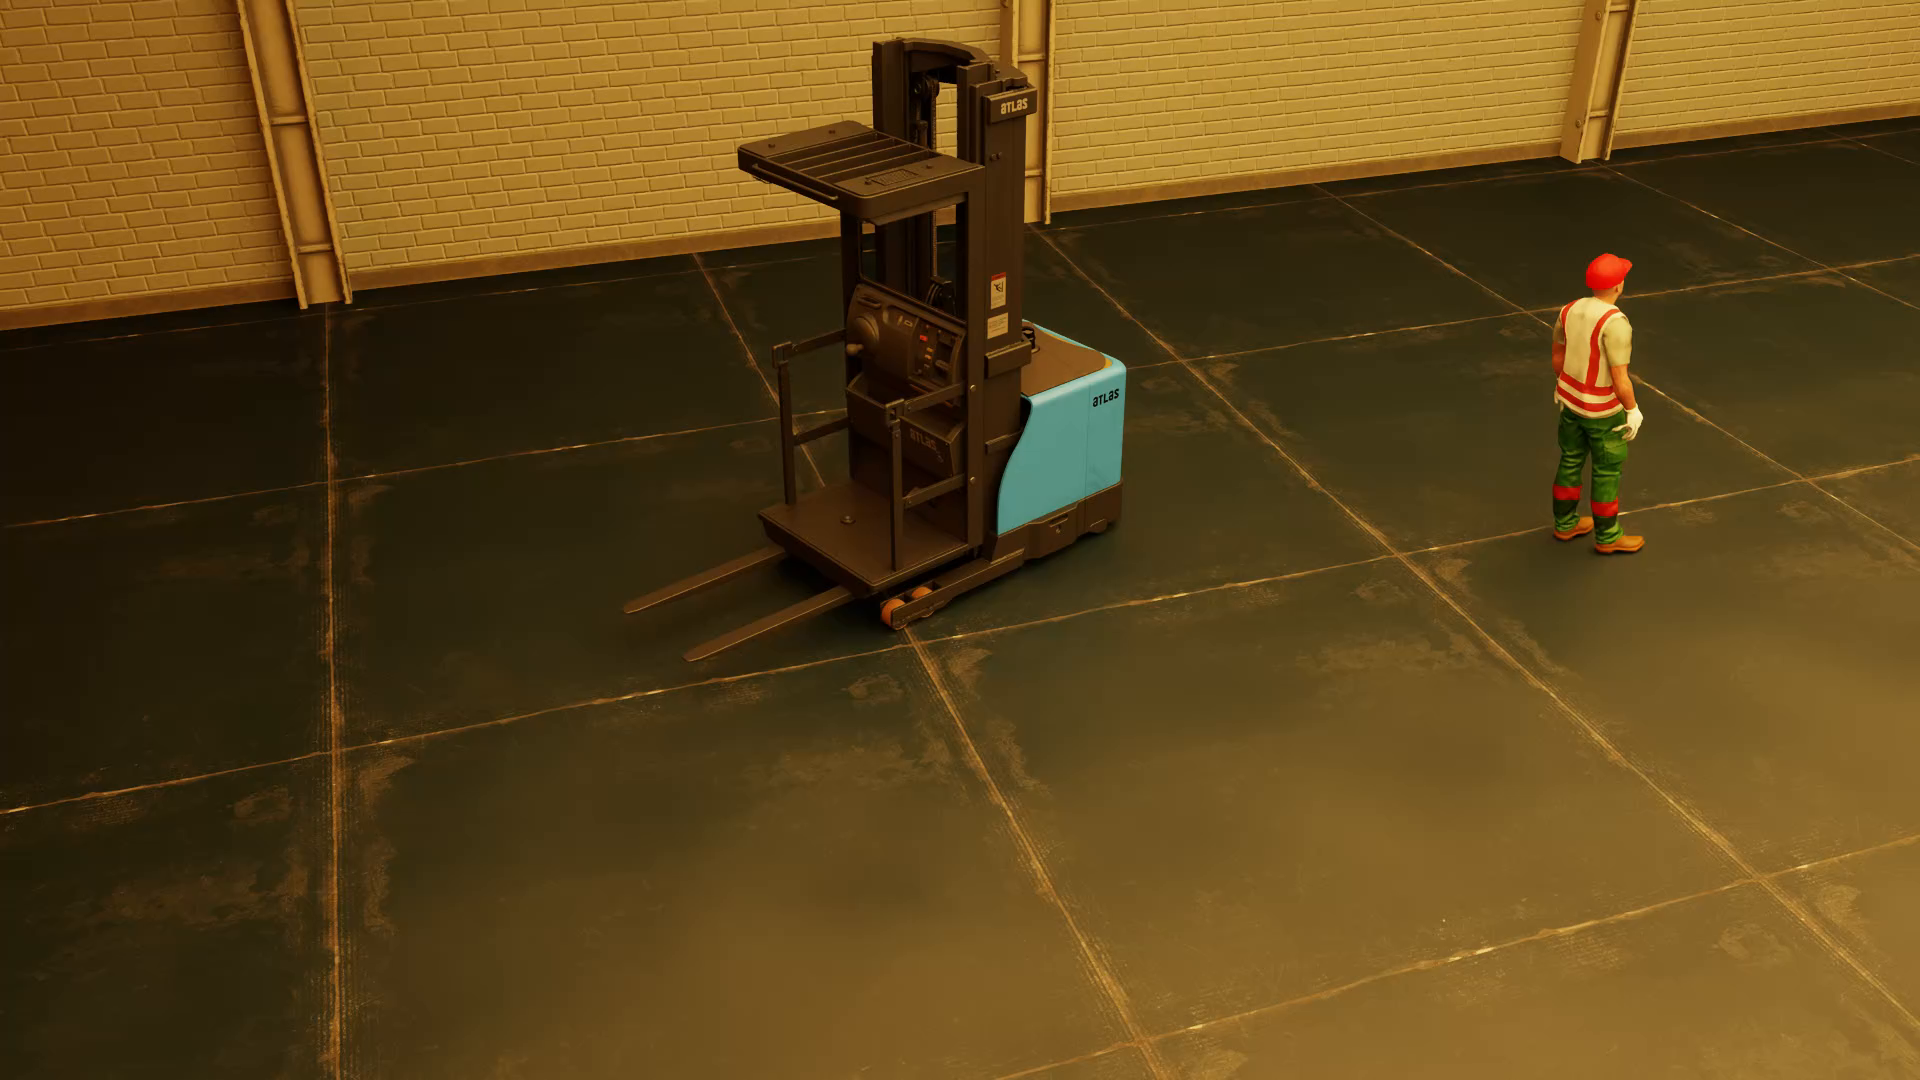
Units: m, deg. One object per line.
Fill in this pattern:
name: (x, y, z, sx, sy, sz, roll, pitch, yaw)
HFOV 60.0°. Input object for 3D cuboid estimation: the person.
person: (3.721, -0.803, 9.614, 0.564, 1.787, 0.638, -12, 32, -20)

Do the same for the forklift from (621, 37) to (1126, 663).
forklift: (-0.461, -1.072, 8.951, 3.031, 2.935, 1.130, -23, 37, -34)
